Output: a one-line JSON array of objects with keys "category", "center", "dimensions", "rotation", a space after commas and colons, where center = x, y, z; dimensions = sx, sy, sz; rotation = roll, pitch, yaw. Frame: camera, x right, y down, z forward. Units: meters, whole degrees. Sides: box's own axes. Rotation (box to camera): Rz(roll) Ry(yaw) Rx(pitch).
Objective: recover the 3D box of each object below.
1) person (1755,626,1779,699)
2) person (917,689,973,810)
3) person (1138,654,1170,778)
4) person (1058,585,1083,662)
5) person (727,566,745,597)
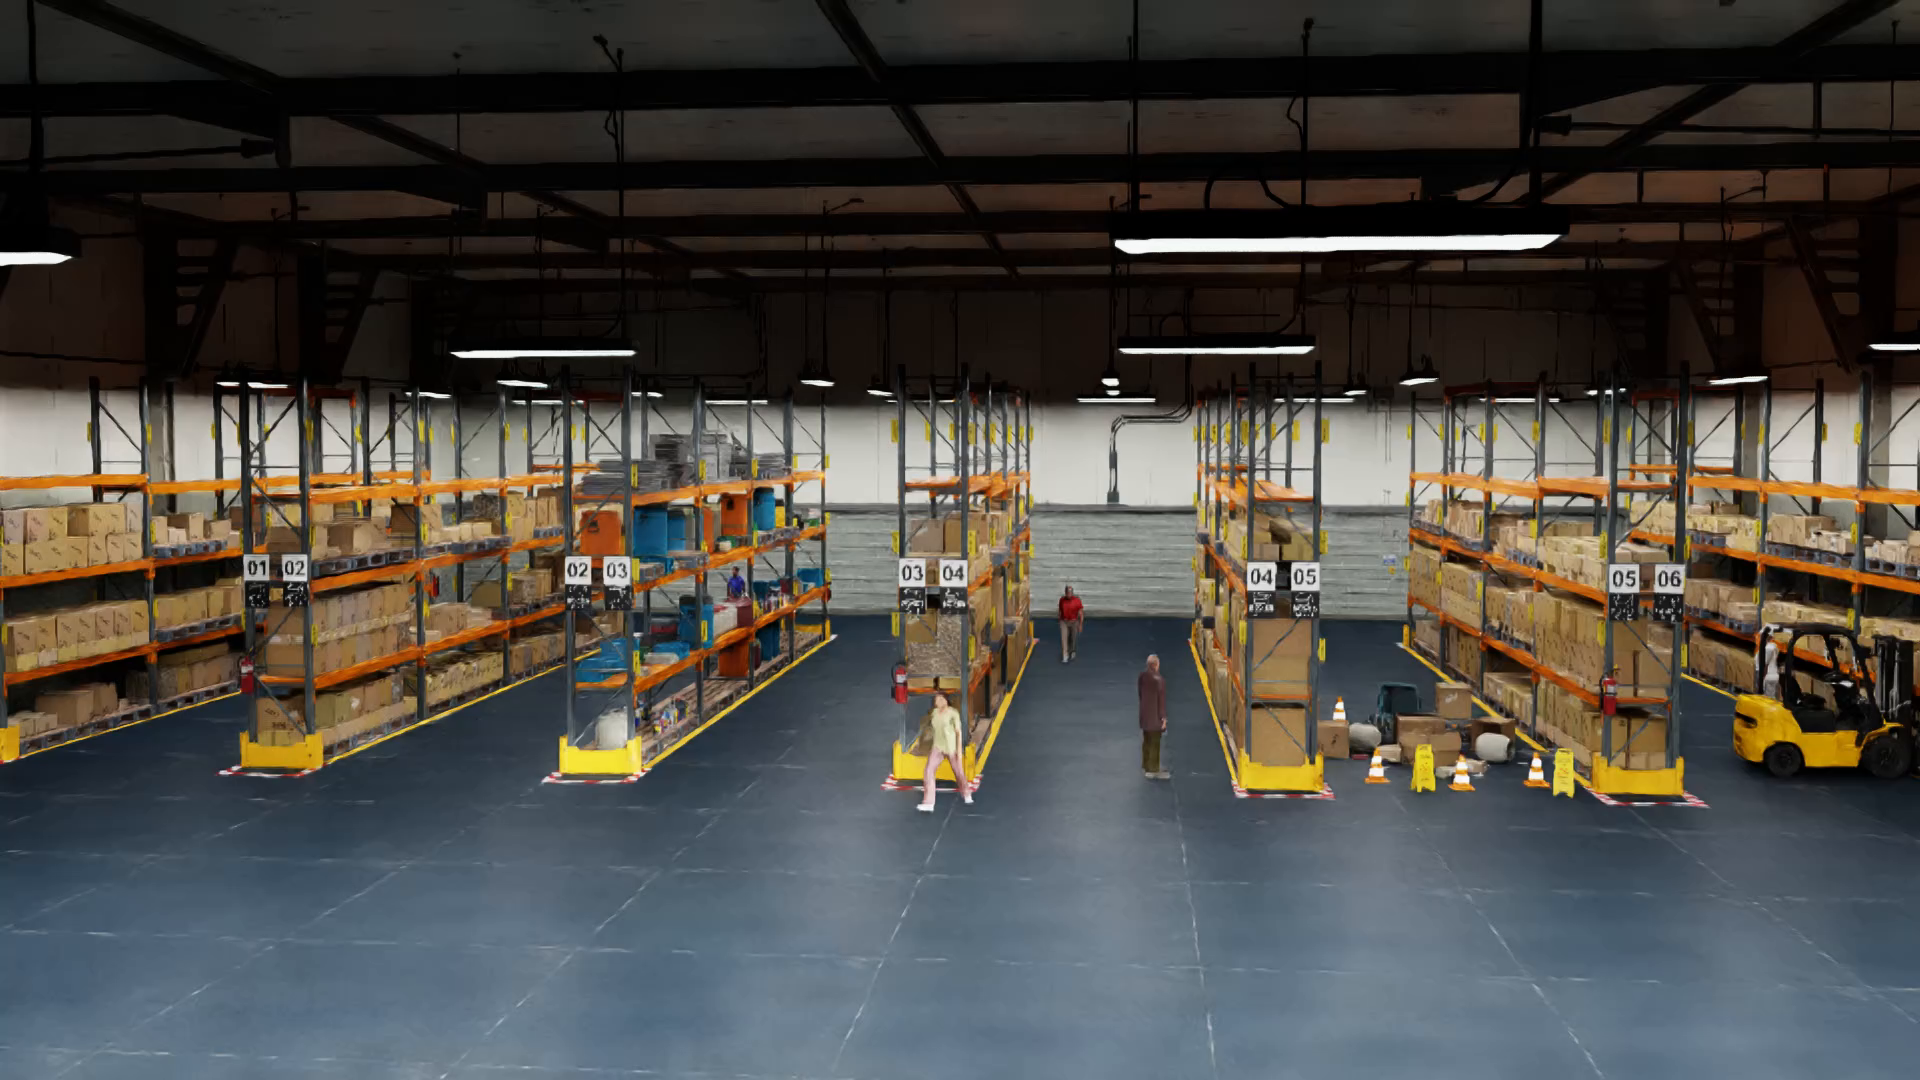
[{"category": "person", "center": [13.392, 2.321, 27.701], "dimensions": [0.577, 1.779, 0.662], "rotation": [2, 4, 30]}, {"category": "person", "center": [-0.176, 2.774, 22.170], "dimensions": [0.487, 1.611, 0.956], "rotation": [2, 4, 27]}, {"category": "person", "center": [2.855, 2.542, 24.213], "dimensions": [0.494, 1.788, 0.640], "rotation": [-2, 4, -26]}, {"category": "person", "center": [2.422, 1.825, 36.432], "dimensions": [0.554, 1.669, 1.031], "rotation": [0, 4, 4]}, {"category": "person", "center": [-5.755, 1.459, 42.703], "dimensions": [0.447, 1.574, 1.088], "rotation": [1, 4, 8]}]
